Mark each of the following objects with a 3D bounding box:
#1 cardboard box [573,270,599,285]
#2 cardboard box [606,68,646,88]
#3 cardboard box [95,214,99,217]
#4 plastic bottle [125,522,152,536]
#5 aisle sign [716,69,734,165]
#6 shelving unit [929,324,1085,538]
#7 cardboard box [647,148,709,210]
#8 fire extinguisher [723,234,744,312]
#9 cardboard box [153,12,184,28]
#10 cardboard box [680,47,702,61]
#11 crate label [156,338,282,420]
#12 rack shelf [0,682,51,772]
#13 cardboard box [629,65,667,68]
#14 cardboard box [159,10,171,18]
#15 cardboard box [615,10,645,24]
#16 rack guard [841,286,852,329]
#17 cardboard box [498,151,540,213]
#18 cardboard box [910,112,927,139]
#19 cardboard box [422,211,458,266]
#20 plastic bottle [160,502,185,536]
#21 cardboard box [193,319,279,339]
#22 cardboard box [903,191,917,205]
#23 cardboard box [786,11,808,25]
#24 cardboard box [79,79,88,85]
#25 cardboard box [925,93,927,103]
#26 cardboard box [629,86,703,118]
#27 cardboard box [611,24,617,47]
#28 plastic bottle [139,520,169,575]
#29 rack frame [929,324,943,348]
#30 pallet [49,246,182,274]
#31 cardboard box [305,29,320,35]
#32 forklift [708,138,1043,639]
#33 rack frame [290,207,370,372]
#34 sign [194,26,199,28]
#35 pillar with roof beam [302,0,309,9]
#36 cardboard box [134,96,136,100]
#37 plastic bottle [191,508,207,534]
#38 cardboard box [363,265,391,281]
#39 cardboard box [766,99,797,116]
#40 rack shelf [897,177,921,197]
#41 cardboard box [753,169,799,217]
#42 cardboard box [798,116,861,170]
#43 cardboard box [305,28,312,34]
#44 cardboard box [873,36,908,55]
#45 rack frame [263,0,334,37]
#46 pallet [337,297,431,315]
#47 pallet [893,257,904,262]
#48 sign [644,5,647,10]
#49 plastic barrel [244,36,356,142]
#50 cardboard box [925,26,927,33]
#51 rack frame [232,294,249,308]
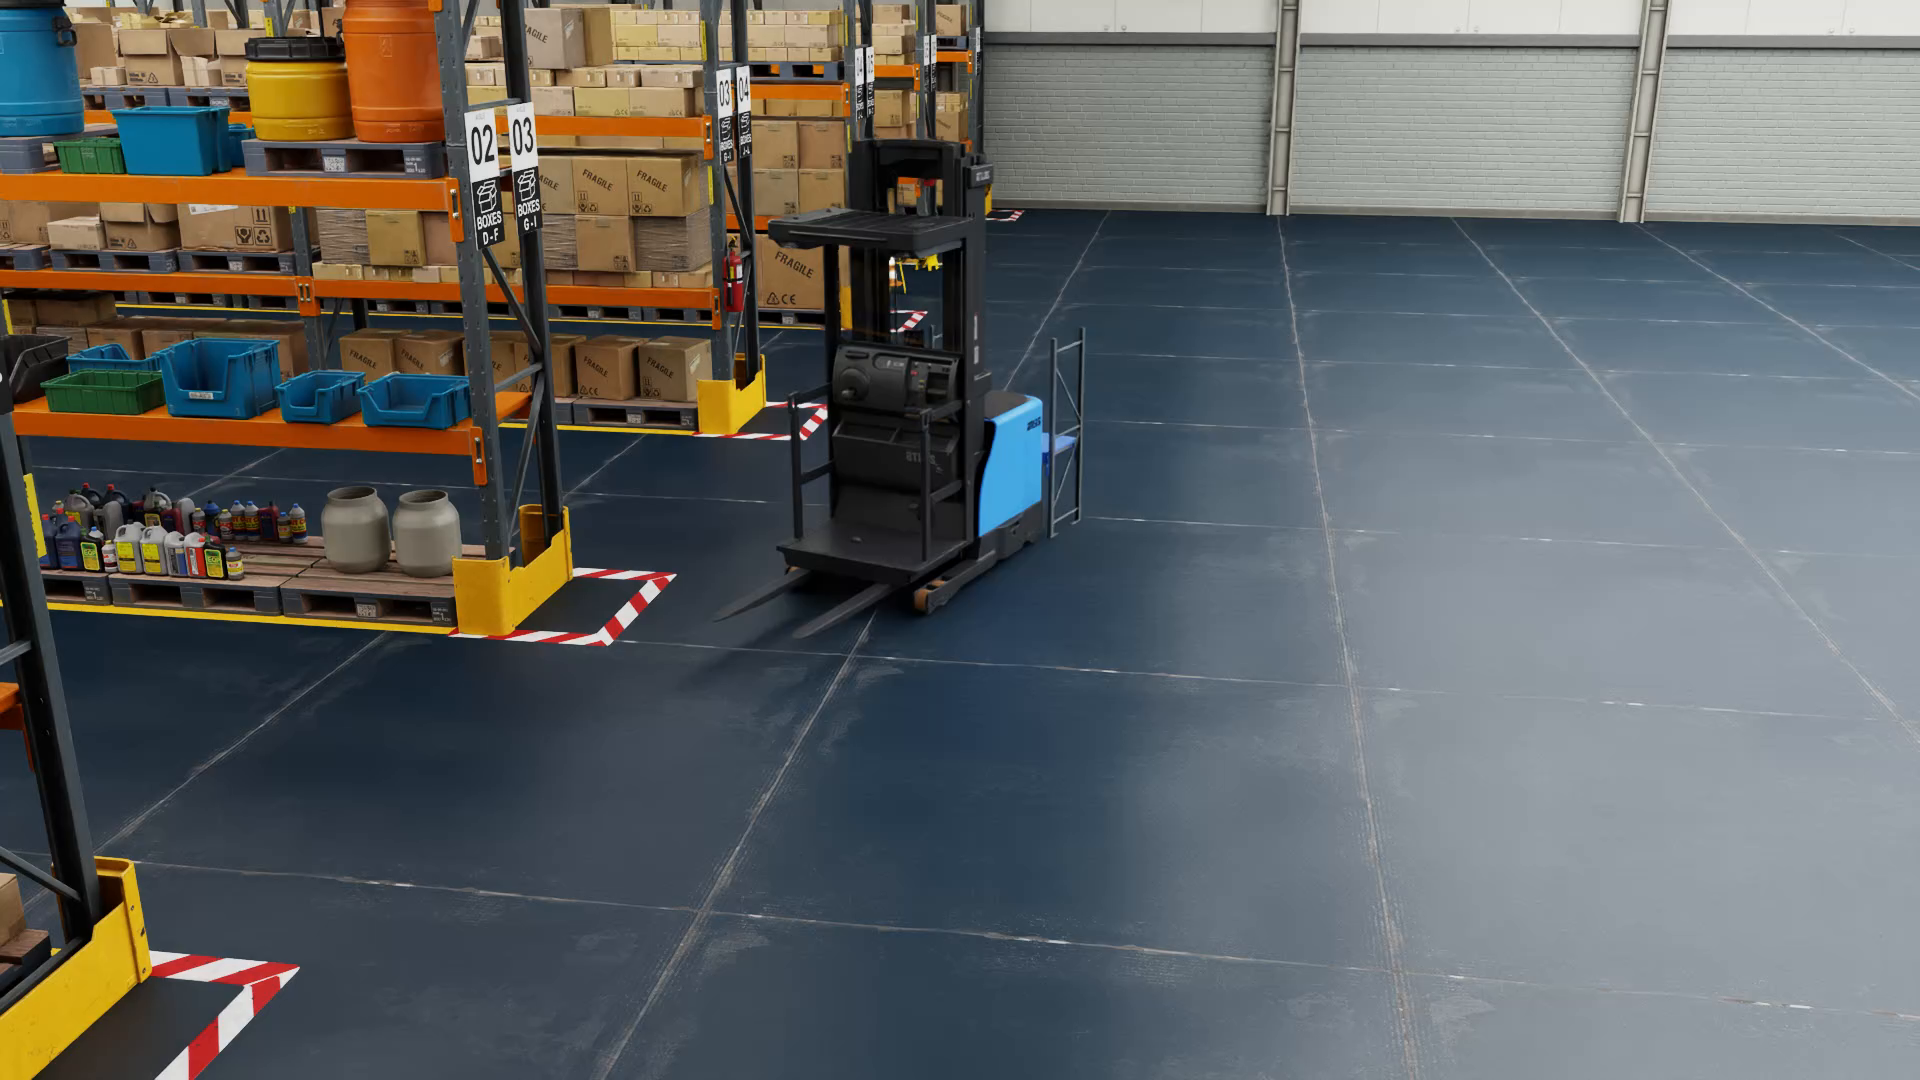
[{"bbox_3d":[-3.366,-2.449,15.291,0.250,0.149,0.380,3,19,9],"label":"cardboard box"},{"bbox_3d":[-2.915,-4.052,14.567,0.250,0.149,0.380,2,19,6],"label":"cardboard box"},{"bbox_3d":[-8.275,-3.105,16.406,0.258,0.266,0.396,2,19,7],"label":"cardboard box"},{"bbox_3d":[-5.465,0.021,11.112,0.135,0.276,0.152,3,19,9],"label":"plastic bottle"},{"bbox_3d":[-2.052,-3.702,14.543,0.004,0.787,0.394,3,19,9],"label":"aisle sign"},{"bbox_3d":[0.347,-0.876,12.558,1.048,1.500,0.538,10,21,28],"label":"shelving unit"},{"bbox_3d":[-2.565,-3.342,15.362,0.500,0.500,0.500,3,19,9],"label":"cardboard box"},{"bbox_3d":[-2.026,-2.379,14.809,0.183,0.674,0.296,3,19,9],"label":"fire extinguisher"},{"bbox_3d":[-9.942,-6.483,20.861,0.258,0.266,0.396,3,19,9],"label":"cardboard box"},{"bbox_3d":[-3.067,-5.653,19.319,0.250,0.149,0.380,3,19,9],"label":"cardboard box"},{"bbox_3d":[-4.711,-1.039,10.626,0.616,0.435,0.502,3,19,9],"label":"crate label"},{"bbox_3d":[-5.615,0.778,6.386,4.000,0.370,1.077,3,19,9],"label":"rack shelf"},{"bbox_3d":[-2.810,-4.211,15.040,0.250,0.149,0.380,3,19,8],"label":"cardboard box"},{"bbox_3d":[-14.610,-9.628,30.605,0.500,0.250,0.500,3,19,8],"label":"cardboard box"},{"bbox_3d":[-3.816,-6.069,19.307,0.250,0.149,0.380,3,19,9],"label":"cardboard box"},{"bbox_3d":[-1.155,-2.929,20.268,0.348,0.500,1.175,3,19,9],"label":"rack guard"},{"bbox_3d":[-4.128,-3.256,15.106,0.500,0.500,0.500,3,19,9],"label":"cardboard box"},{"bbox_3d":[-0.748,-7.245,29.072,0.500,0.500,0.500,4,19,10],"label":"cardboard box"},{"bbox_3d":[-4.583,-2.884,15.570,0.500,0.500,0.875,3,19,9],"label":"cardboard box"},{"bbox_3d":[-5.467,-0.126,11.539,0.133,0.283,0.061,3,19,9],"label":"plastic bottle"},{"bbox_3d":[-7.086,-1.858,16.376,0.500,0.500,0.700,3,19,8],"label":"cardboard box"},{"bbox_3d":[-0.713,-6.074,29.401,0.500,0.250,0.500,3,19,9],"label":"cardboard box"},{"bbox_3d":[-1.812,-5.967,19.001,0.250,0.149,0.380,3,19,9],"label":"cardboard box"},{"bbox_3d":[-8.525,-4.168,15.542,0.500,0.250,0.500,3,19,10],"label":"cardboard box"},{"bbox_3d":[-0.608,-7.682,28.885,0.250,0.149,0.380,3,19,10],"label":"cardboard box"},{"bbox_3d":[-2.582,-3.862,14.628,0.500,0.250,0.500,3,19,10],"label":"cardboard box"},{"bbox_3d":[-4.192,-5.918,19.484,0.500,0.250,0.500,3,19,8],"label":"cardboard box"},{"bbox_3d":[-5.280,0.043,10.930,0.185,0.351,0.144,4,19,11],"label":"plastic bottle"},{"bbox_3d":[-0.092,-0.957,12.800,0.032,1.500,0.500,10,21,28],"label":"rack frame"},{"bbox_3d":[-8.003,-2.791,16.220,1.213,0.211,1.003,3,19,9],"label":"pallet"},{"bbox_3d":[-7.998,-6.186,20.657,0.500,0.311,0.500,3,19,9],"label":"cardboard box"},{"bbox_3d":[-0.530,-1.067,10.873,1.130,2.935,3.031,10,21,27],"label":"forklift"},{"bbox_3d":[-6.015,-2.768,15.847,0.127,3.000,1.000,3,19,9],"label":"rack frame"},{"bbox_3d":[-9.166,-6.016,20.012,0.005,0.325,0.100,3,19,9],"label":"sign"},{"bbox_3d":[-12.785,-9.644,26.944,0.400,9.000,9.100,3,19,9],"label":"pillar with roof beam"},{"bbox_3d":[-12.851,-6.734,25.968,0.500,0.500,0.500,3,19,8],"label":"cardboard box"},{"bbox_3d":[-5.330,-0.123,11.659,0.097,0.201,0.097,0,18,0],"label":"plastic bottle"},{"bbox_3d":[-5.354,-2.523,15.512,0.250,0.149,0.380,3,19,9],"label":"cardboard box"},{"bbox_3d":[-2.521,-6.381,24.444,0.500,0.500,0.700,3,19,8],"label":"cardboard box"},{"bbox_3d":[-2.468,-5.430,24.940,4.000,0.370,1.077,3,19,9],"label":"rack shelf"},{"bbox_3d":[-2.099,-4.212,19.926,0.550,0.550,0.875,3,19,9],"label":"cardboard box"},{"bbox_3d":[-1.539,-4.729,19.772,0.550,0.550,0.875,3,19,9],"label":"cardboard box"},{"bbox_3d":[-9.808,-7.591,25.086,0.258,0.266,0.396,2,19,7],"label":"cardboard box"},{"bbox_3d":[-1.042,-7.105,23.850,0.500,0.250,0.500,3,19,8],"label":"cardboard box"},{"bbox_3d":[-6.015,-5.613,14.895,0.127,3.000,1.000,3,19,9],"label":"rack frame"},{"bbox_3d":[-7.110,-3.070,21.146,1.213,0.211,1.003,3,19,9],"label":"pallet"},{"bbox_3d":[-1.365,-4.404,25.134,1.213,0.211,1.003,3,19,9],"label":"pallet"},{"bbox_3d":[-4.527,-7.553,23.986,0.005,0.325,0.100,3,19,9],"label":"sign"},{"bbox_3d":[-3.997,-2.743,10.088,0.600,0.588,0.600,0,18,0],"label":"plastic barrel"},{"bbox_3d":[-0.576,-8.723,28.494,0.250,0.149,0.380,2,19,7],"label":"cardboard box"},{"bbox_3d":[-9.078,-4.518,21.078,0.127,3.000,1.000,3,19,9],"label":"rack frame"}]
